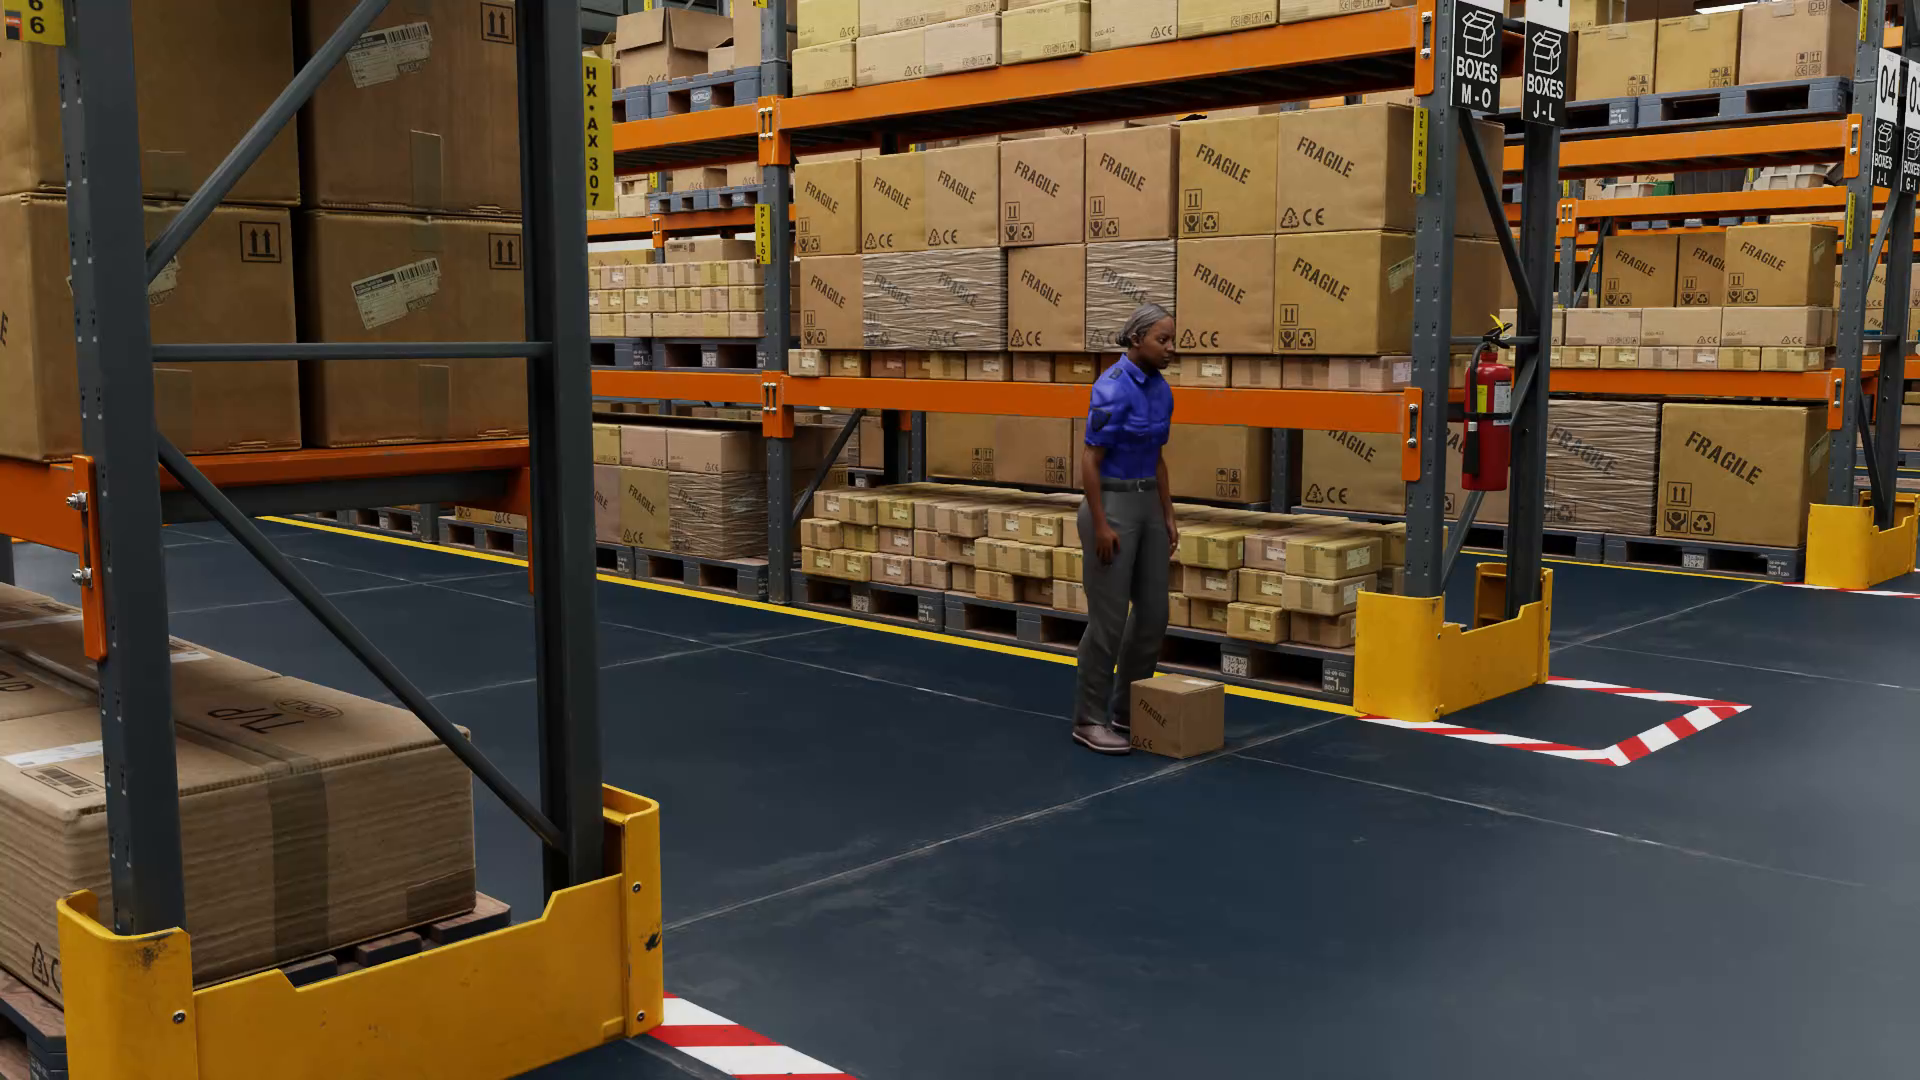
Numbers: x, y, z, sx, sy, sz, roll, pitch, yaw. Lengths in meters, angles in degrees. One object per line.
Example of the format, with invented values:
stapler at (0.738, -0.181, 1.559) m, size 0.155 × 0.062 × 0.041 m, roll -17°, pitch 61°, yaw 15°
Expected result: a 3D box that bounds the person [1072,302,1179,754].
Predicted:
person at (0.638, -0.061, 6.272) m, size 0.348 × 1.655 × 0.527 m, roll 6°, pitch 10°, yaw 41°
